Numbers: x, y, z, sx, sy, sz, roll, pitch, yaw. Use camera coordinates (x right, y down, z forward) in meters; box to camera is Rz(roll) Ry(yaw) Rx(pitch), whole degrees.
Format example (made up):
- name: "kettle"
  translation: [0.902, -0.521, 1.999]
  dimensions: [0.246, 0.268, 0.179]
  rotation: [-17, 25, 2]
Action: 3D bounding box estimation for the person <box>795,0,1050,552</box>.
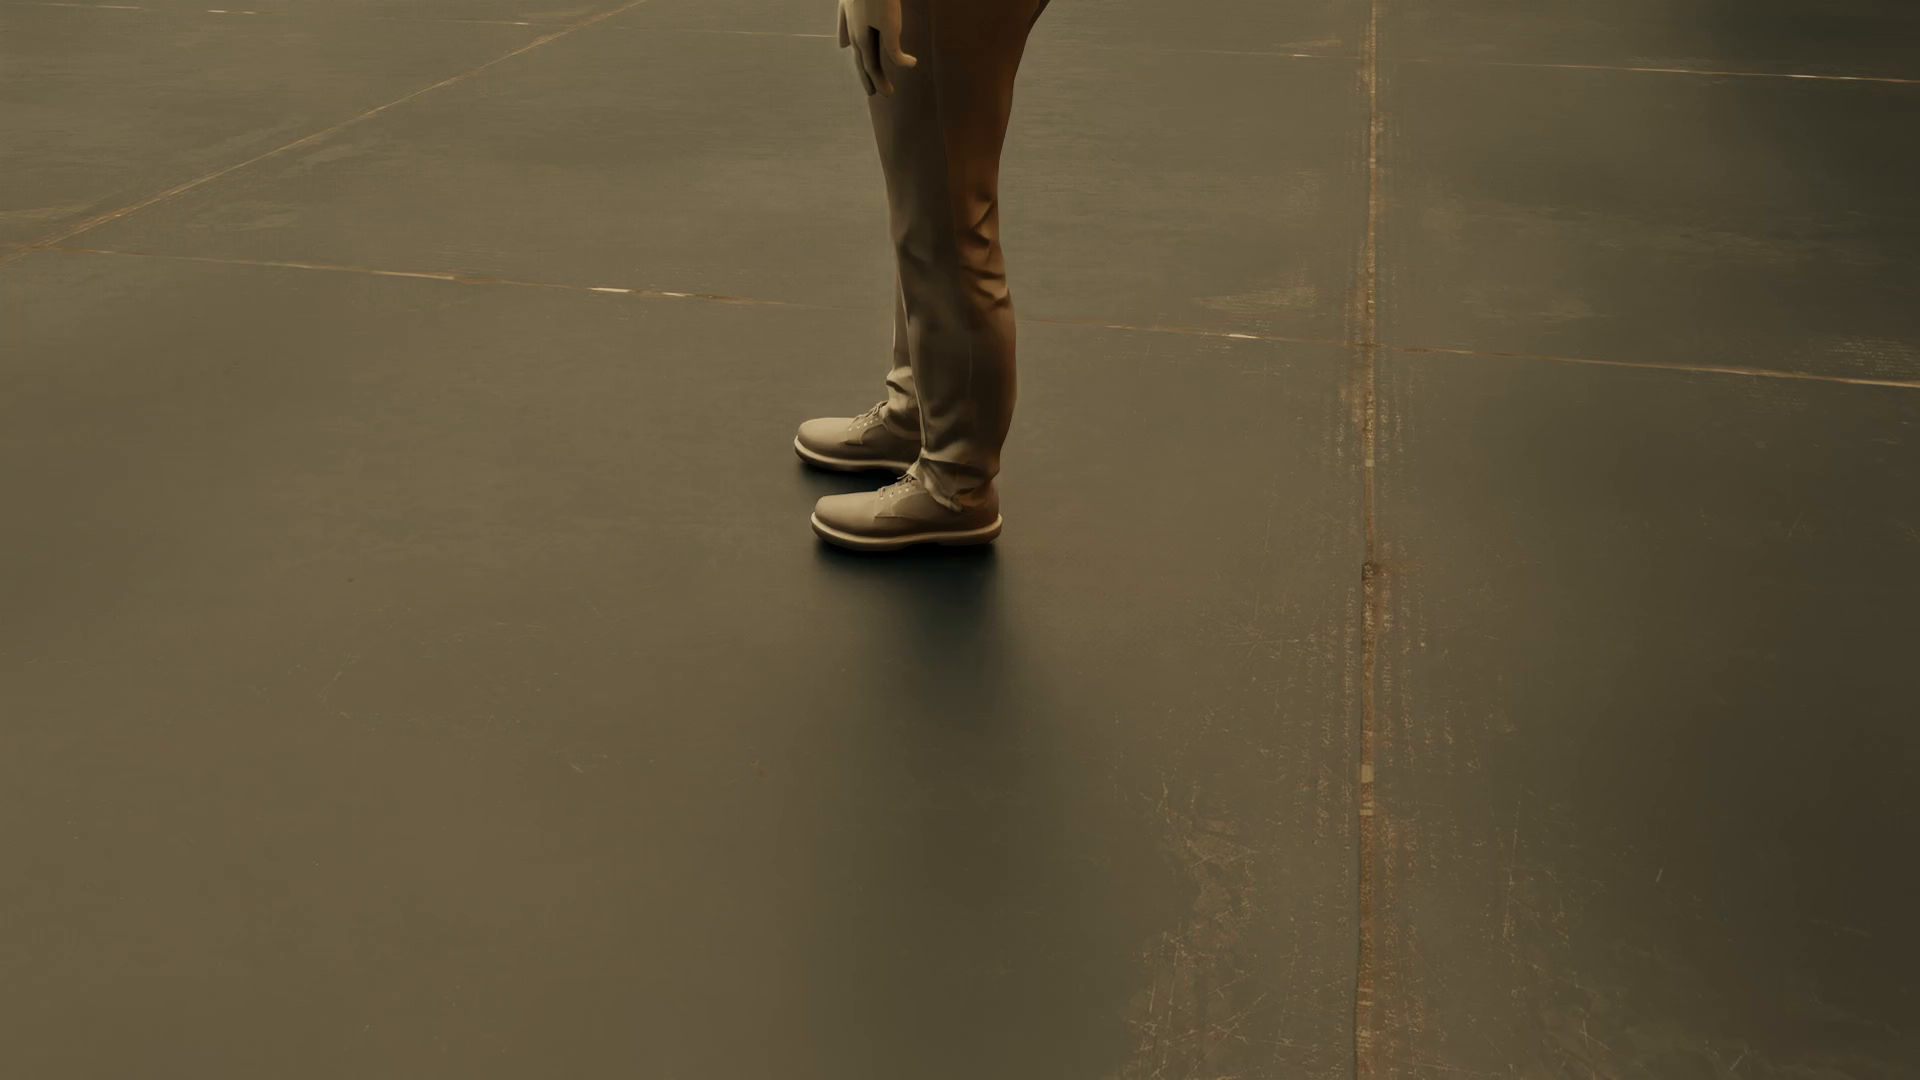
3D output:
- name: "person"
  translation: [-0.065, -0.773, 2.134]
  dimensions: [0.531, 1.695, 0.588]
  rotation: [6, 27, 11]
